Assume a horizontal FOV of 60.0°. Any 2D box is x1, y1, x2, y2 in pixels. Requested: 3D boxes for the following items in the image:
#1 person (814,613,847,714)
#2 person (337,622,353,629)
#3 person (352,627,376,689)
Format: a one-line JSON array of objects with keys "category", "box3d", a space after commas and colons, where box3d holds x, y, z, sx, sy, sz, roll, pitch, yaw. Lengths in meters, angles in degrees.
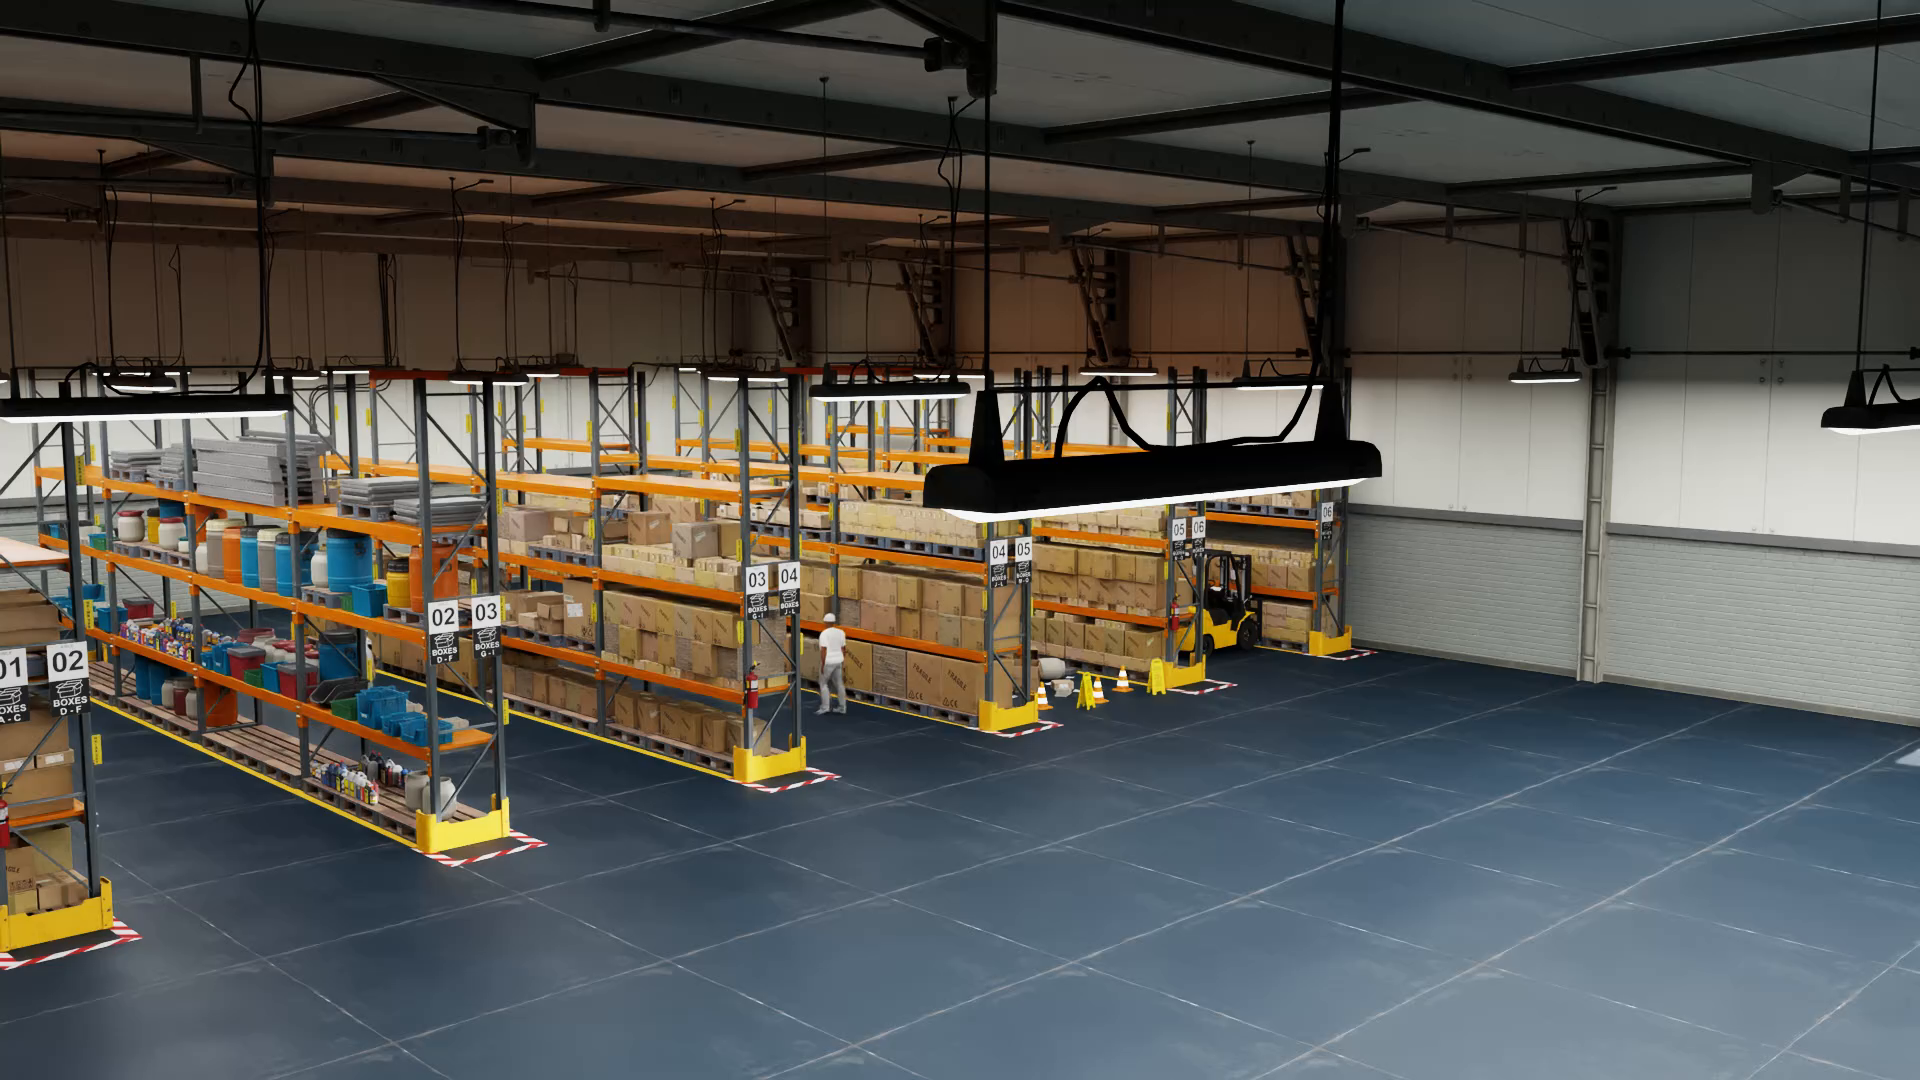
[{"category": "person", "box3d": [-2.233, 2.194, 29.165, 0.602, 1.805, 0.628, 5, 8, 40]}, {"category": "person", "box3d": [-11.377, 1.959, 31.155, 1.037, 1.705, 0.562, 4, 8, 33]}, {"category": "person", "box3d": [-10.272, 2.286, 28.325, 0.598, 1.742, 0.635, 4, 8, 33]}]
